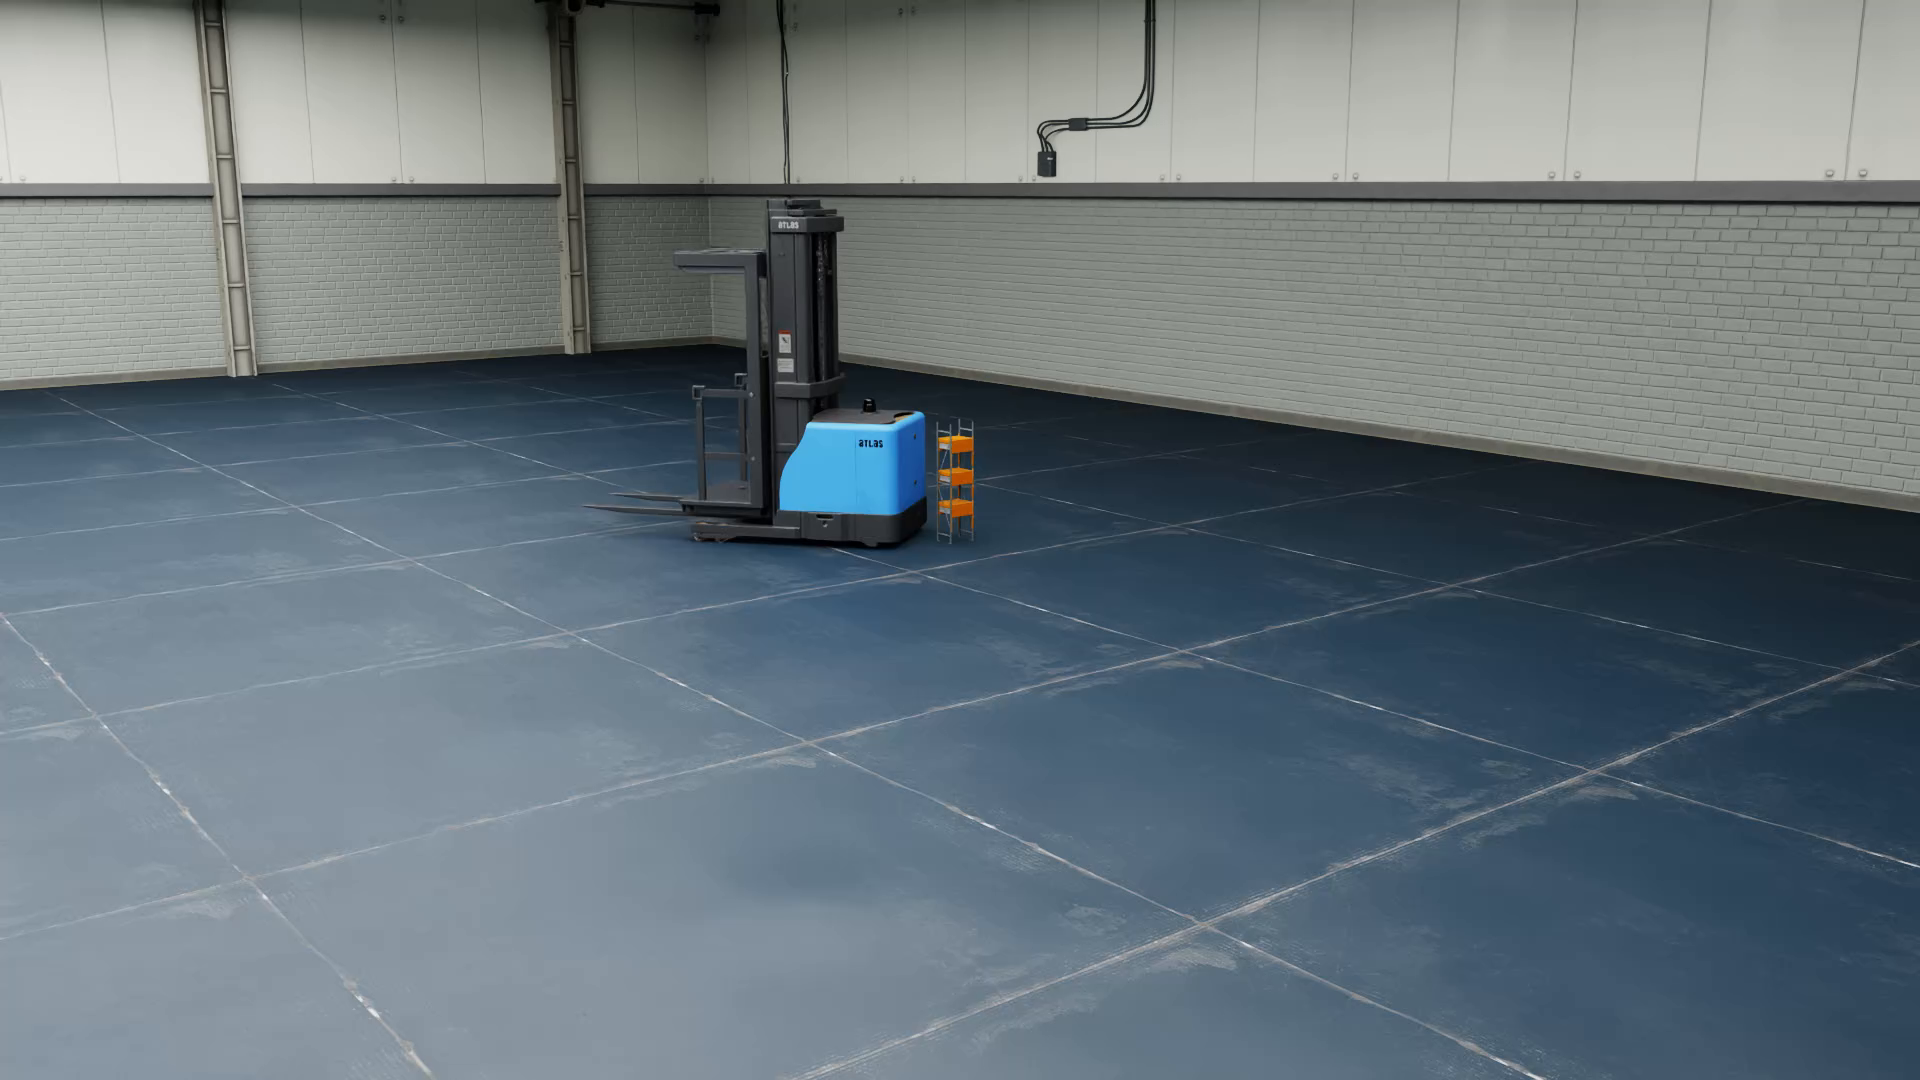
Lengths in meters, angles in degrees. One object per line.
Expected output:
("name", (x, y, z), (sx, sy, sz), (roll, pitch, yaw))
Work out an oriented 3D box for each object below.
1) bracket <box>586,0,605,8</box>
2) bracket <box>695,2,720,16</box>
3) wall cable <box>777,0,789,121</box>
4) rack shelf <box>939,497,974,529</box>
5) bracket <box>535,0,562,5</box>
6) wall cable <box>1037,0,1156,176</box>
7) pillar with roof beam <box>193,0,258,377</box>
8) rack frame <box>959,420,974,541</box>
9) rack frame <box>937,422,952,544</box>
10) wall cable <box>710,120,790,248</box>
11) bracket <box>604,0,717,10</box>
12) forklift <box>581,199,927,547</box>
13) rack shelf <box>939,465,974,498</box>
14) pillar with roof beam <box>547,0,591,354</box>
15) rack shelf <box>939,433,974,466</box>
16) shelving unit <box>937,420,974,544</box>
("bracket", (-6.598, -9.652, 29.754), (0.430, 0.232, 0.235), (-9, 15, -38))
("bracket", (-4.747, -9.960, 31.202), (0.430, 0.232, 0.235), (-9, 15, -38))
("wall cable", (-2.327, -8.576, 28.667), (0.112, 2.526, 3.097), (-9, 15, -38))
("rack shelf", (-0.042, -0.224, 14.547), (0.240, 0.259, 0.215), (-9, 15, -38))
("bracket", (-7.246, -9.545, 29.247), (0.430, 0.232, 0.235), (-9, 15, -38))
("wall cable", (1.901, -8.185, 23.322), (0.169, 6.003, 2.305), (-9, 15, -38))
("pillar with roof beam", (-9.140, -6.418, 23.191), (0.400, 9.000, 9.100), (-9, 15, -38))
("rack frame", (0.053, -0.522, 14.562), (0.008, 1.050, 0.200), (-9, 15, -38))
("rack frame", (-0.137, -0.491, 14.412), (0.008, 1.050, 0.200), (-9, 15, -38))
("wall cable", (-4.017, -6.544, 31.258), (0.112, 2.526, 3.097), (-9, 15, -38))
("bracket", (-5.209, -9.883, 30.841), (3.189, 0.066, 0.076), (-9, 15, -38))
("forklift", (-1.873, -1.516, 14.712), (3.031, 2.935, 1.130), (3, 12, 14))
("rack shelf", (-0.042, -0.496, 14.489), (0.240, 0.259, 0.215), (-9, 15, -38))
("pillar with roof beam", (-4.454, -7.197, 26.857), (0.548, 9.000, 9.100), (-9, 15, -38))
("rack shelf", (-0.042, -0.774, 14.430), (0.240, 0.259, 0.215), (-9, 15, -38))
("shelving unit", (-0.042, -0.507, 14.487), (0.252, 1.050, 0.215), (-9, 15, -38))
